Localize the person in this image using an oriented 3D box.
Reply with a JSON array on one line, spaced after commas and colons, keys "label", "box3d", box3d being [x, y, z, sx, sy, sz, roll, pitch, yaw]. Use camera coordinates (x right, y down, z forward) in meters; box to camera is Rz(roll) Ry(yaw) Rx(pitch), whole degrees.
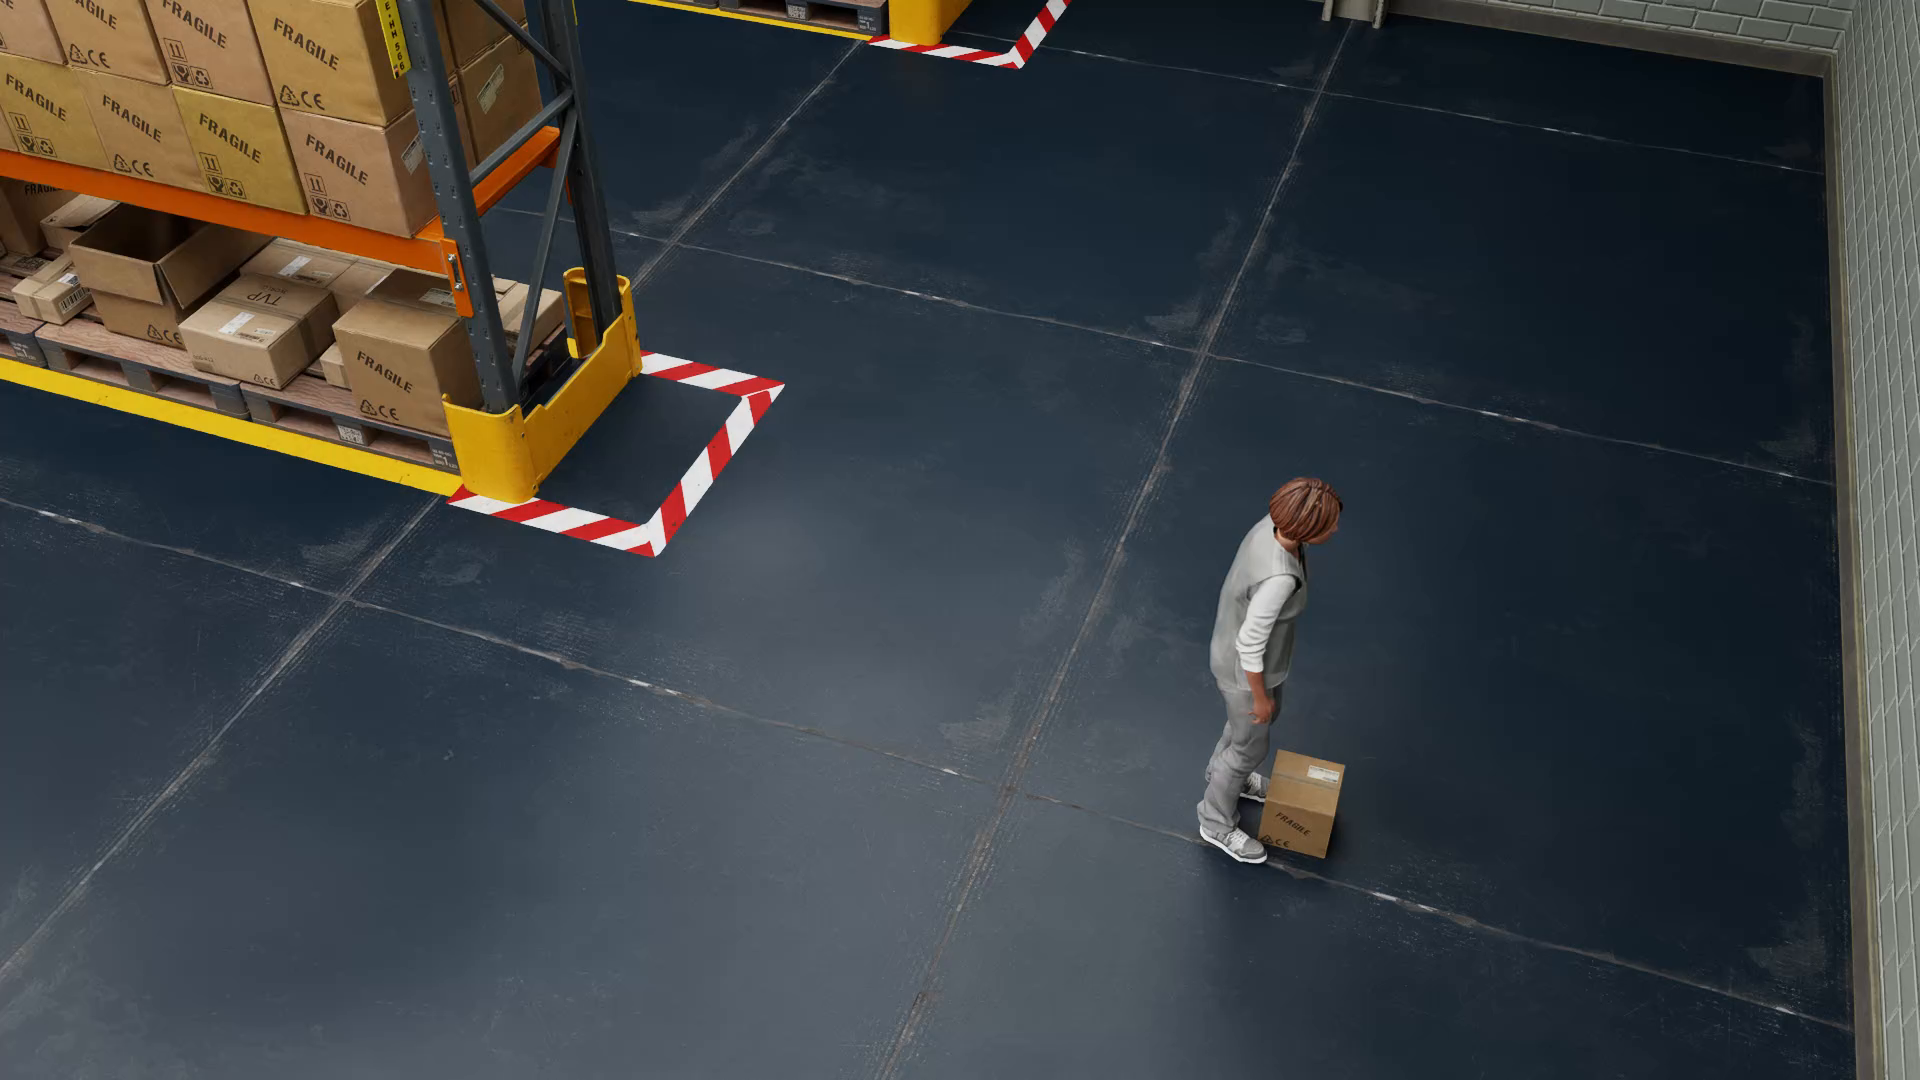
[{"label": "person", "box3d": [1.025, 0.423, 5.700, 0.344, 1.592, 0.460, 14, 44, 15]}]
